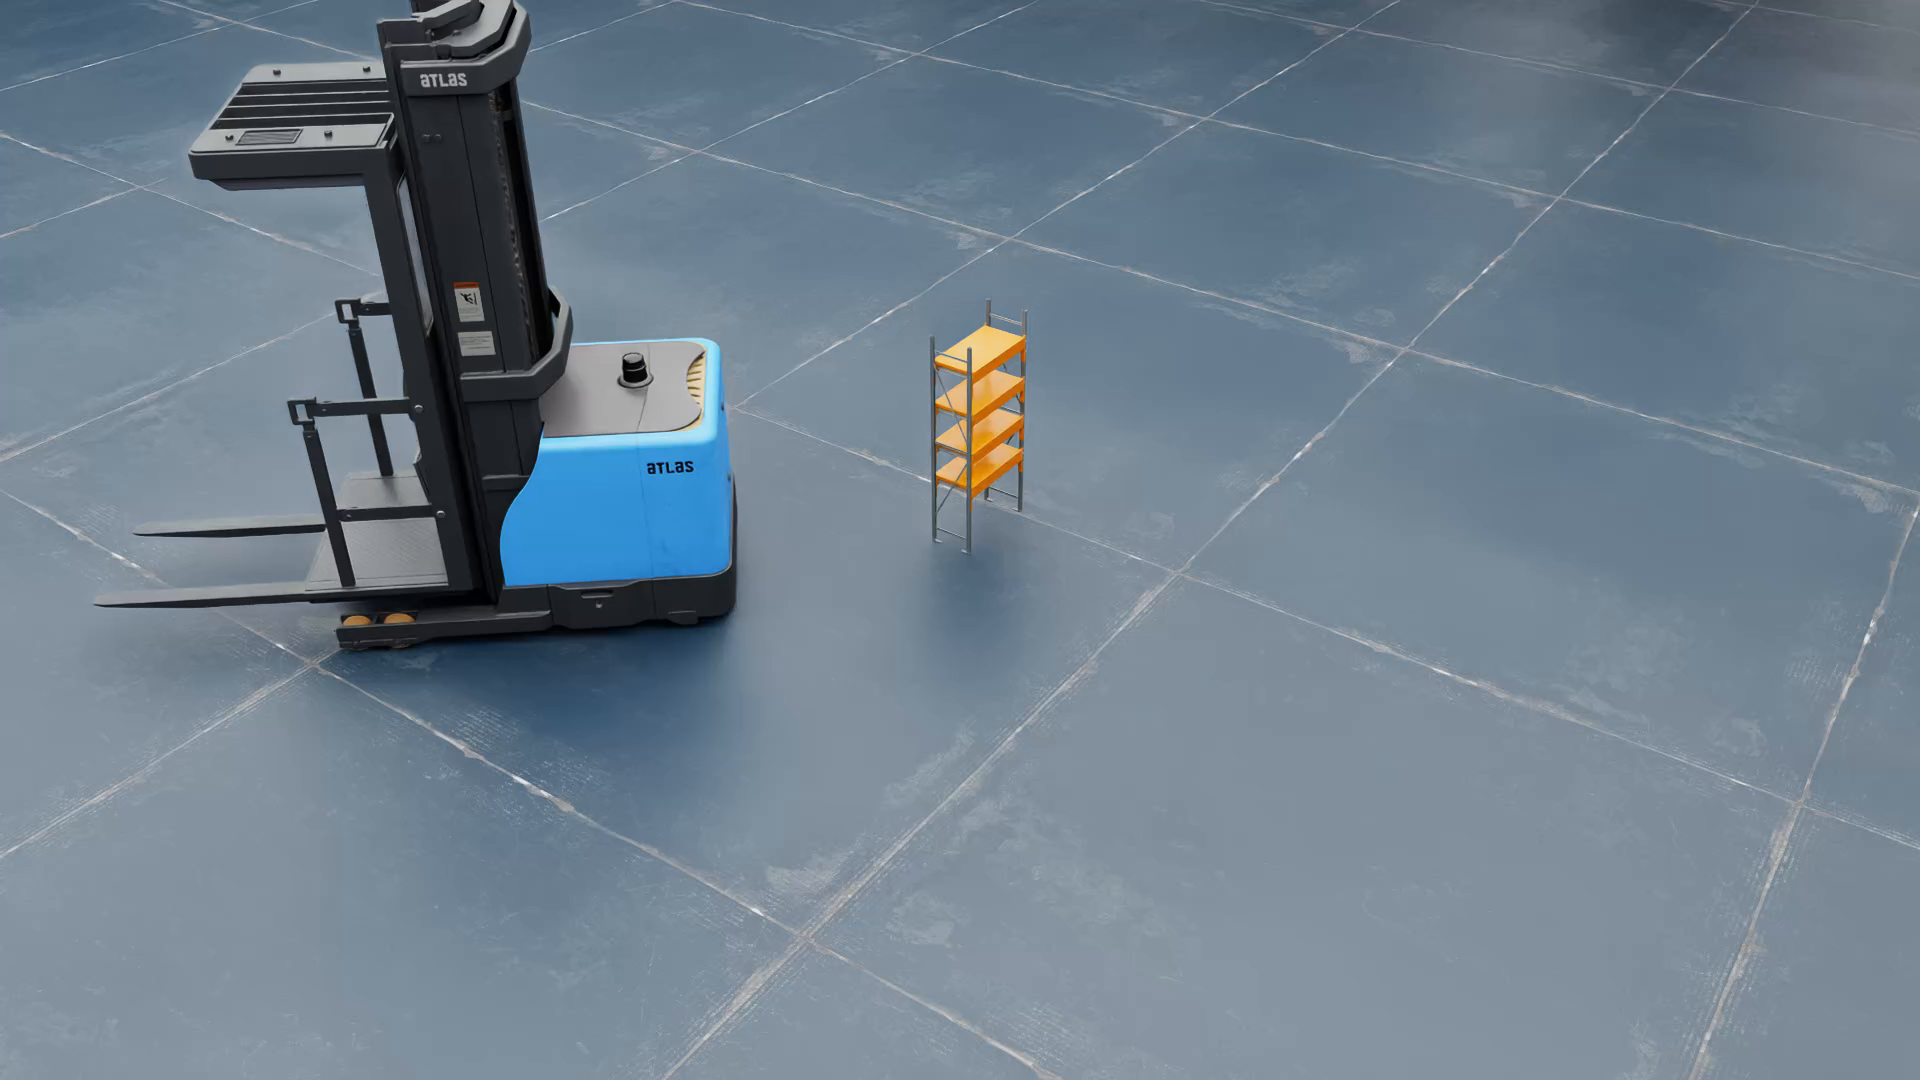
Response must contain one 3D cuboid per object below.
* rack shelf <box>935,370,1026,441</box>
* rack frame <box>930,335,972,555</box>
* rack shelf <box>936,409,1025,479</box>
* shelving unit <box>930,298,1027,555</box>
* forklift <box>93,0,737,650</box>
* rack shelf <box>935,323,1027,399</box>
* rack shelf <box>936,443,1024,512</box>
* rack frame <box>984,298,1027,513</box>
[{"bbox_3d":[0.094,-0.703,8.439,0.258,0.148,0.480,21,39,28],"label":"rack shelf"},{"bbox_3d":[-0.045,-0.461,8.360,0.240,1.200,0.015,21,39,28],"label":"rack frame"},{"bbox_3d":[0.094,-0.517,8.564,0.258,0.148,0.480,21,39,28],"label":"rack shelf"},{"bbox_3d":[0.094,-0.573,8.527,0.258,1.200,0.503,21,39,28],"label":"shelving unit"},{"bbox_3d":[-2.653,-0.997,7.608,3.031,2.935,1.130,-3,34,-5],"label":"forklift"},{"bbox_3d":[0.094,-0.899,8.306,0.258,0.148,0.480,21,39,28],"label":"rack shelf"},{"bbox_3d":[0.094,-0.353,8.675,0.258,0.148,0.480,21,39,28],"label":"rack shelf"},{"bbox_3d":[0.234,-0.685,8.693,0.240,1.200,0.015,21,39,28],"label":"rack frame"}]
